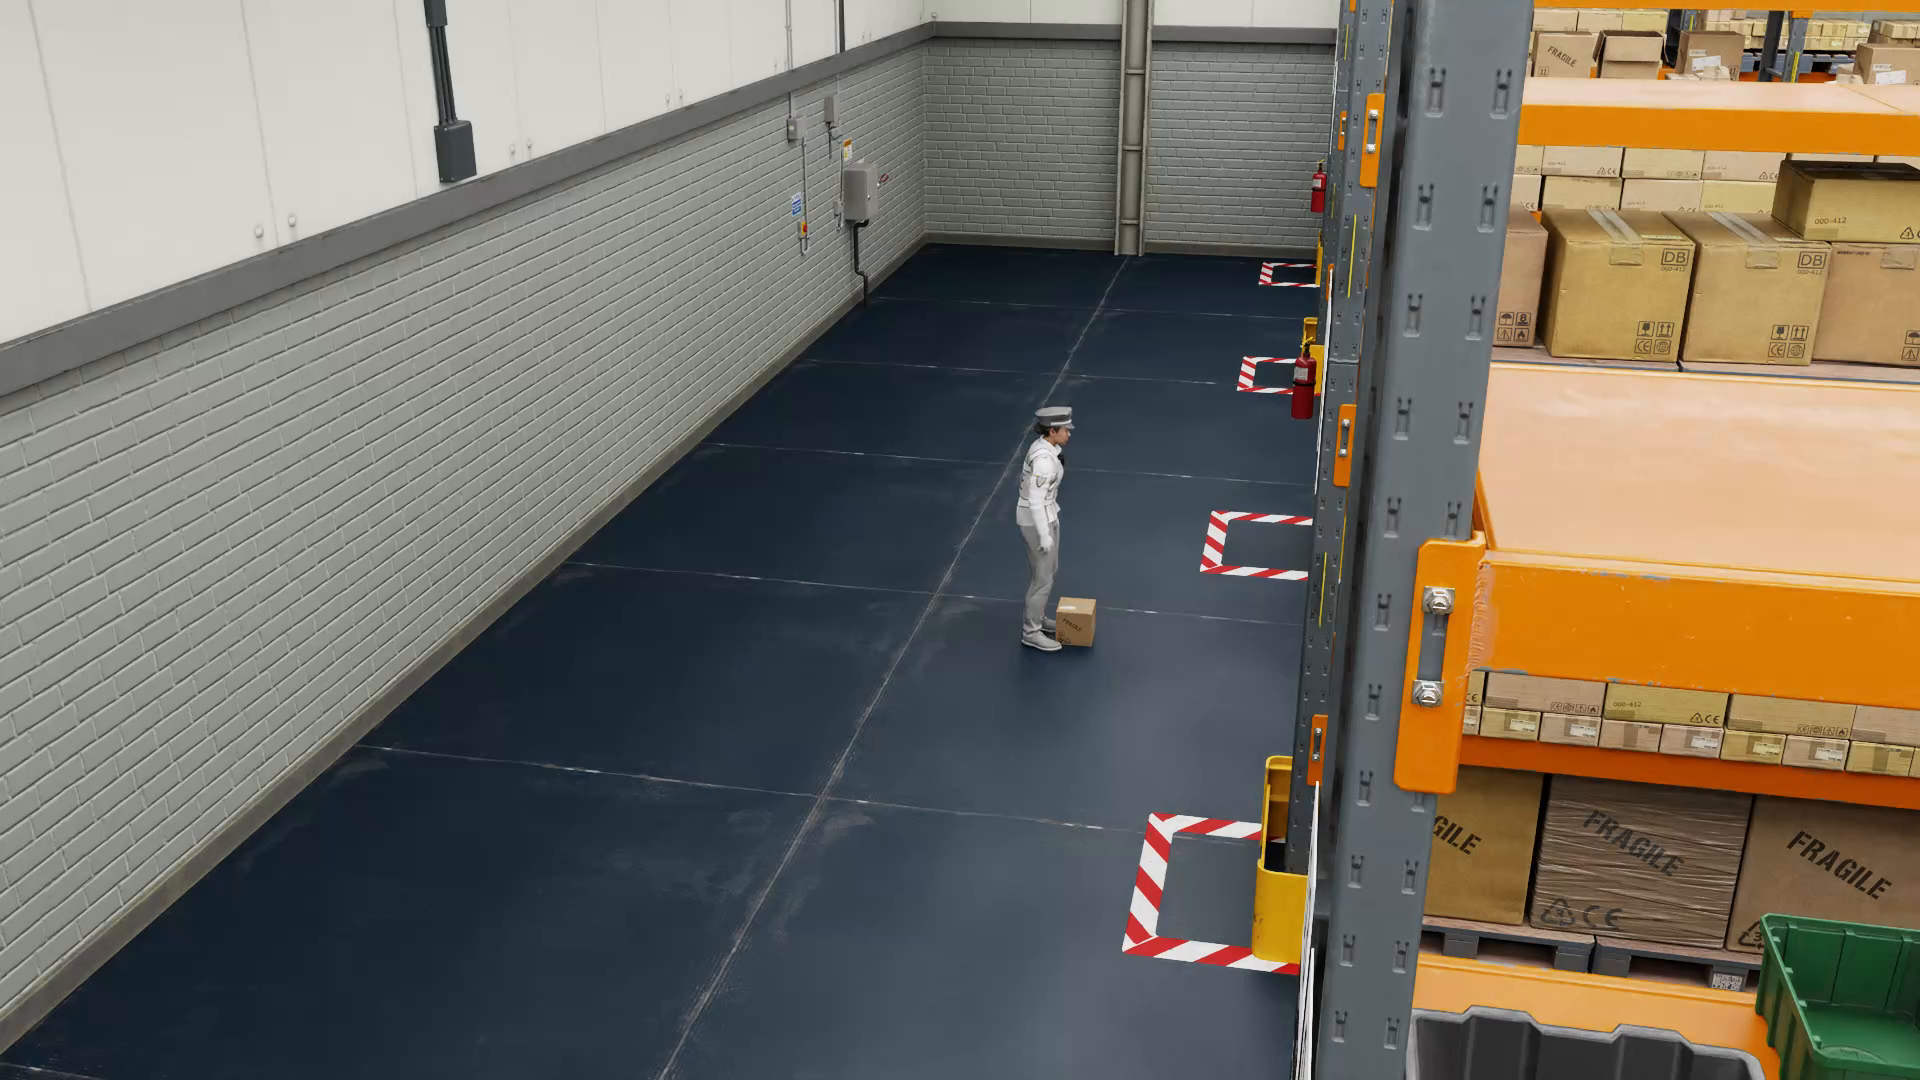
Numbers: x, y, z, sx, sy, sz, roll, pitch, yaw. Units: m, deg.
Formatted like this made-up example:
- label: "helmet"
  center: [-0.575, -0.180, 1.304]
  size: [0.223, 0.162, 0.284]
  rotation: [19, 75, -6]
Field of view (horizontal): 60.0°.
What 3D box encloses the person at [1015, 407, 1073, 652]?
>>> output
- label: "person"
  center: [0.568, -0.101, 11.335]
  size: [0.372, 1.663, 0.530]
  rotation: [5, 22, 11]
